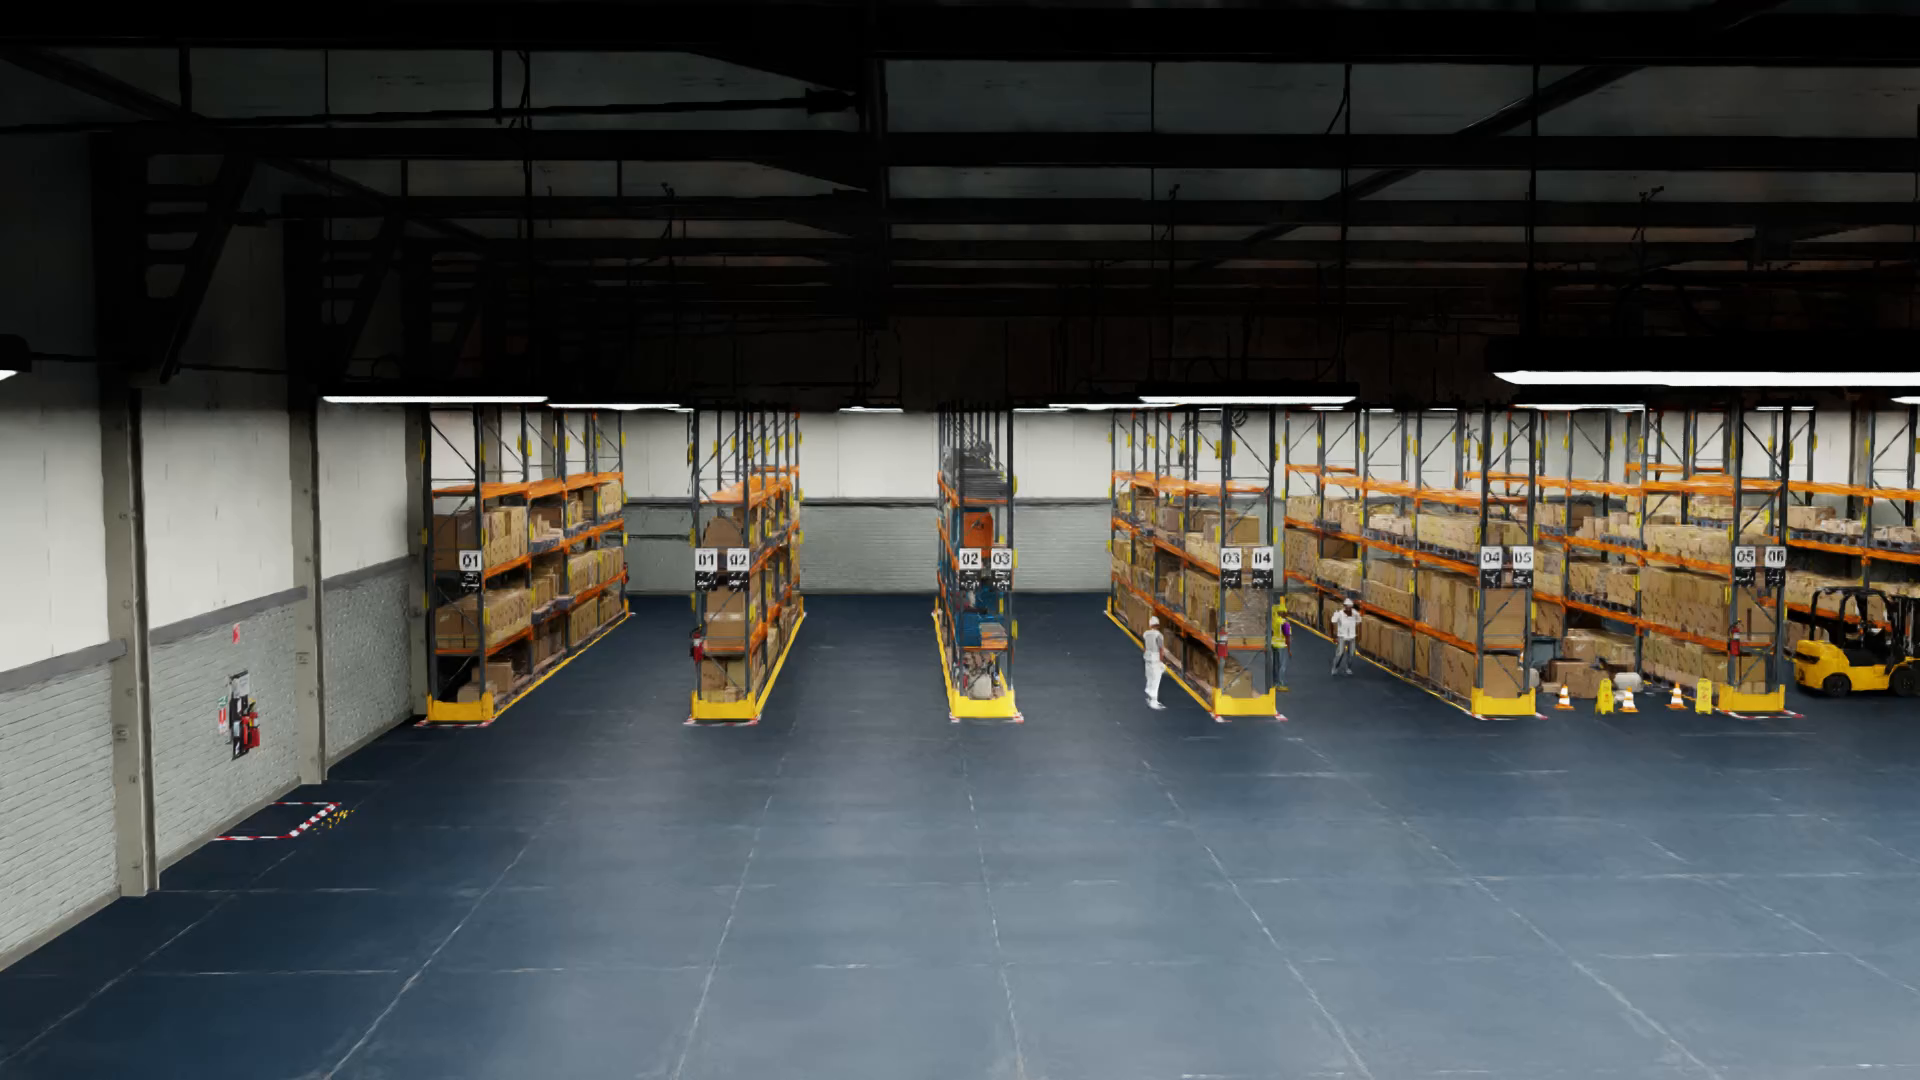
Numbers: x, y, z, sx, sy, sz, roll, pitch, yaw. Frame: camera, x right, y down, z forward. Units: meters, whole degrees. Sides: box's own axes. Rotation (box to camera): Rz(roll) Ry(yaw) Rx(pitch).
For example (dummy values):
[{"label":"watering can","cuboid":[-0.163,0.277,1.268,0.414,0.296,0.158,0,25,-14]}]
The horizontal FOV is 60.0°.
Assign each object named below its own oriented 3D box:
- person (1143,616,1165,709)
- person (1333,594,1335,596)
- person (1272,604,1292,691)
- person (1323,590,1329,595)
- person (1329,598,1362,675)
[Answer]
[{"label":"person","cuboid":[3.799,2.361,32.279,0.451,1.789,0.596,-3,5,-32]},{"label":"person","cuboid":[12.011,0.946,52.192,0.612,1.643,0.500,-3,5,-36]},{"label":"person","cuboid":[6.654,2.206,34.418,0.404,1.769,0.664,-2,5,-24]},{"label":"person","cuboid":[10.668,1.226,48.768,0.486,1.593,0.555,-1,5,-18]},{"label":"person","cuboid":[8.444,2.114,36.367,0.719,1.714,0.561,0,4,-4]}]
